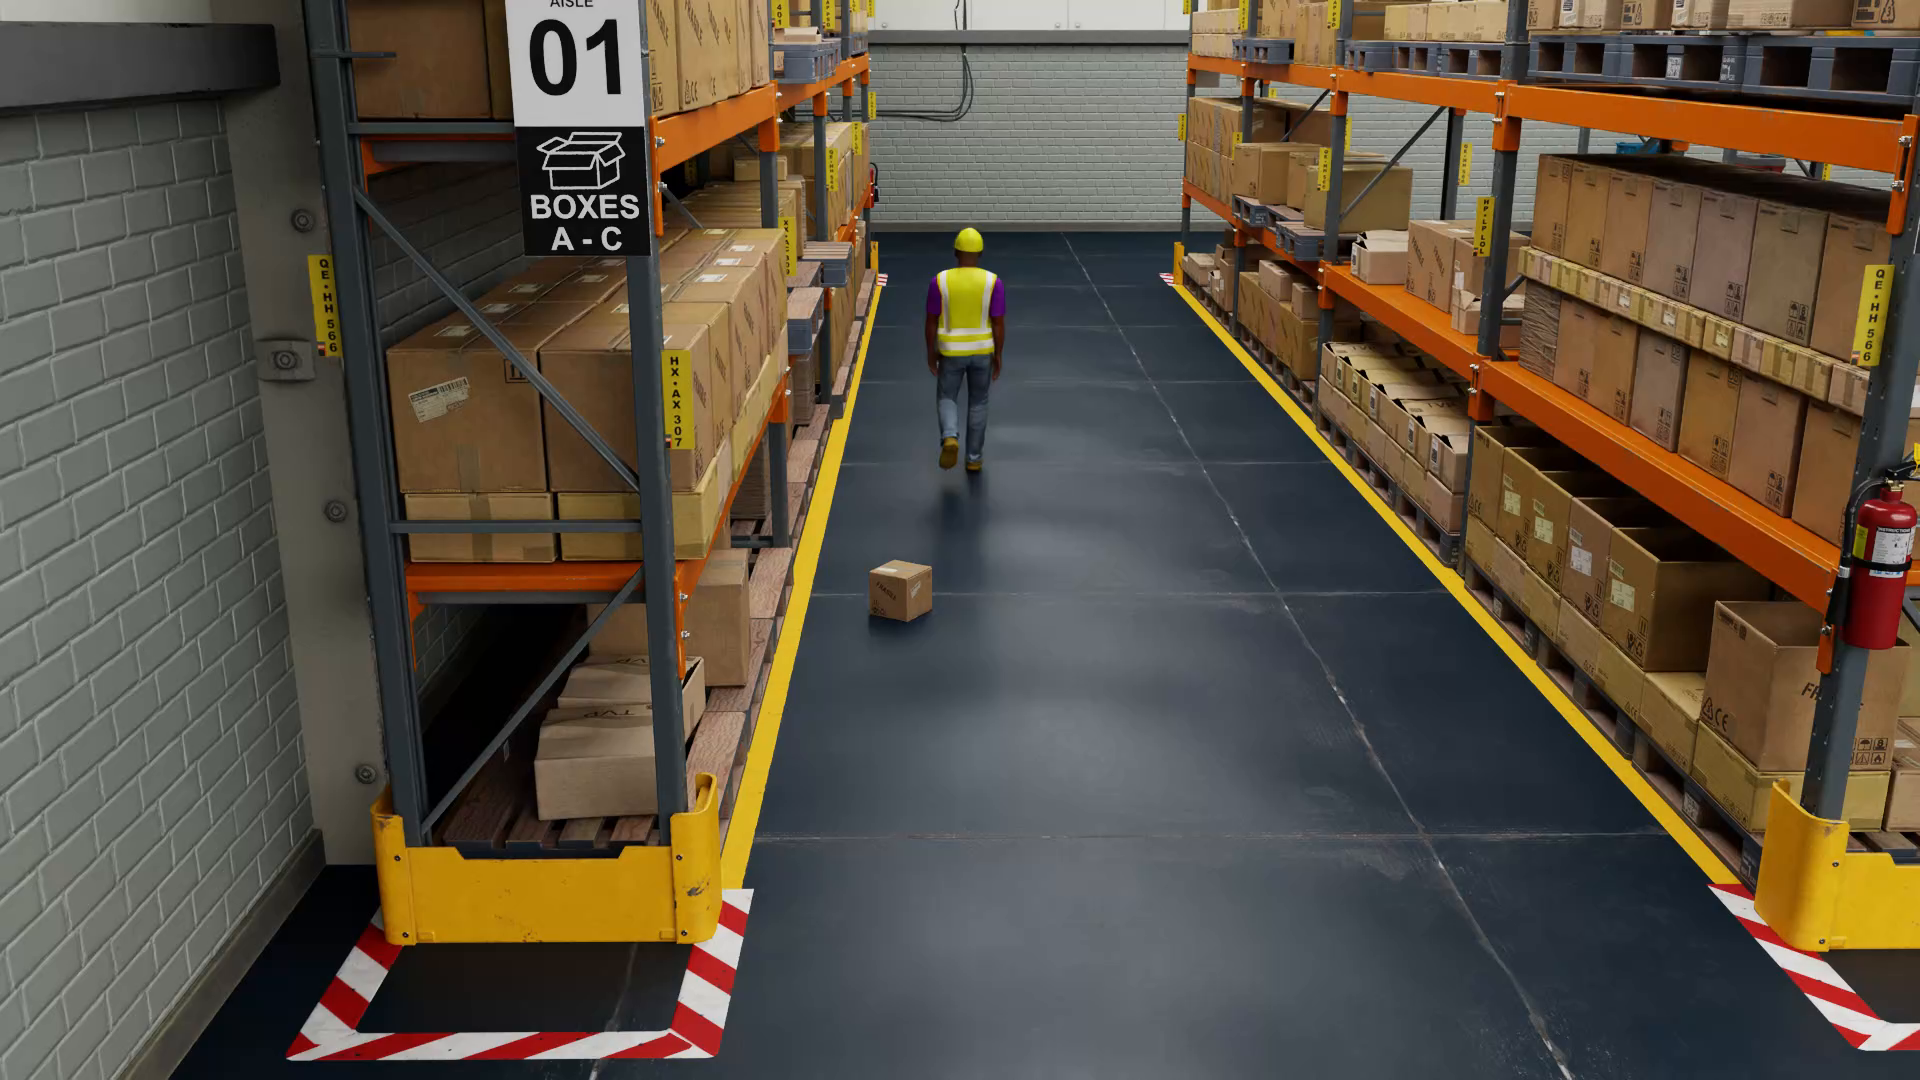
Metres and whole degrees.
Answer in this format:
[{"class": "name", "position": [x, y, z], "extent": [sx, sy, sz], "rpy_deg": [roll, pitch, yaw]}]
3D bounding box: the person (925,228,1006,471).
[{"class": "person", "position": [0.036, -1.330, 11.806], "extent": [0.567, 1.753, 0.678], "rpy_deg": [0, 17, 0]}]
